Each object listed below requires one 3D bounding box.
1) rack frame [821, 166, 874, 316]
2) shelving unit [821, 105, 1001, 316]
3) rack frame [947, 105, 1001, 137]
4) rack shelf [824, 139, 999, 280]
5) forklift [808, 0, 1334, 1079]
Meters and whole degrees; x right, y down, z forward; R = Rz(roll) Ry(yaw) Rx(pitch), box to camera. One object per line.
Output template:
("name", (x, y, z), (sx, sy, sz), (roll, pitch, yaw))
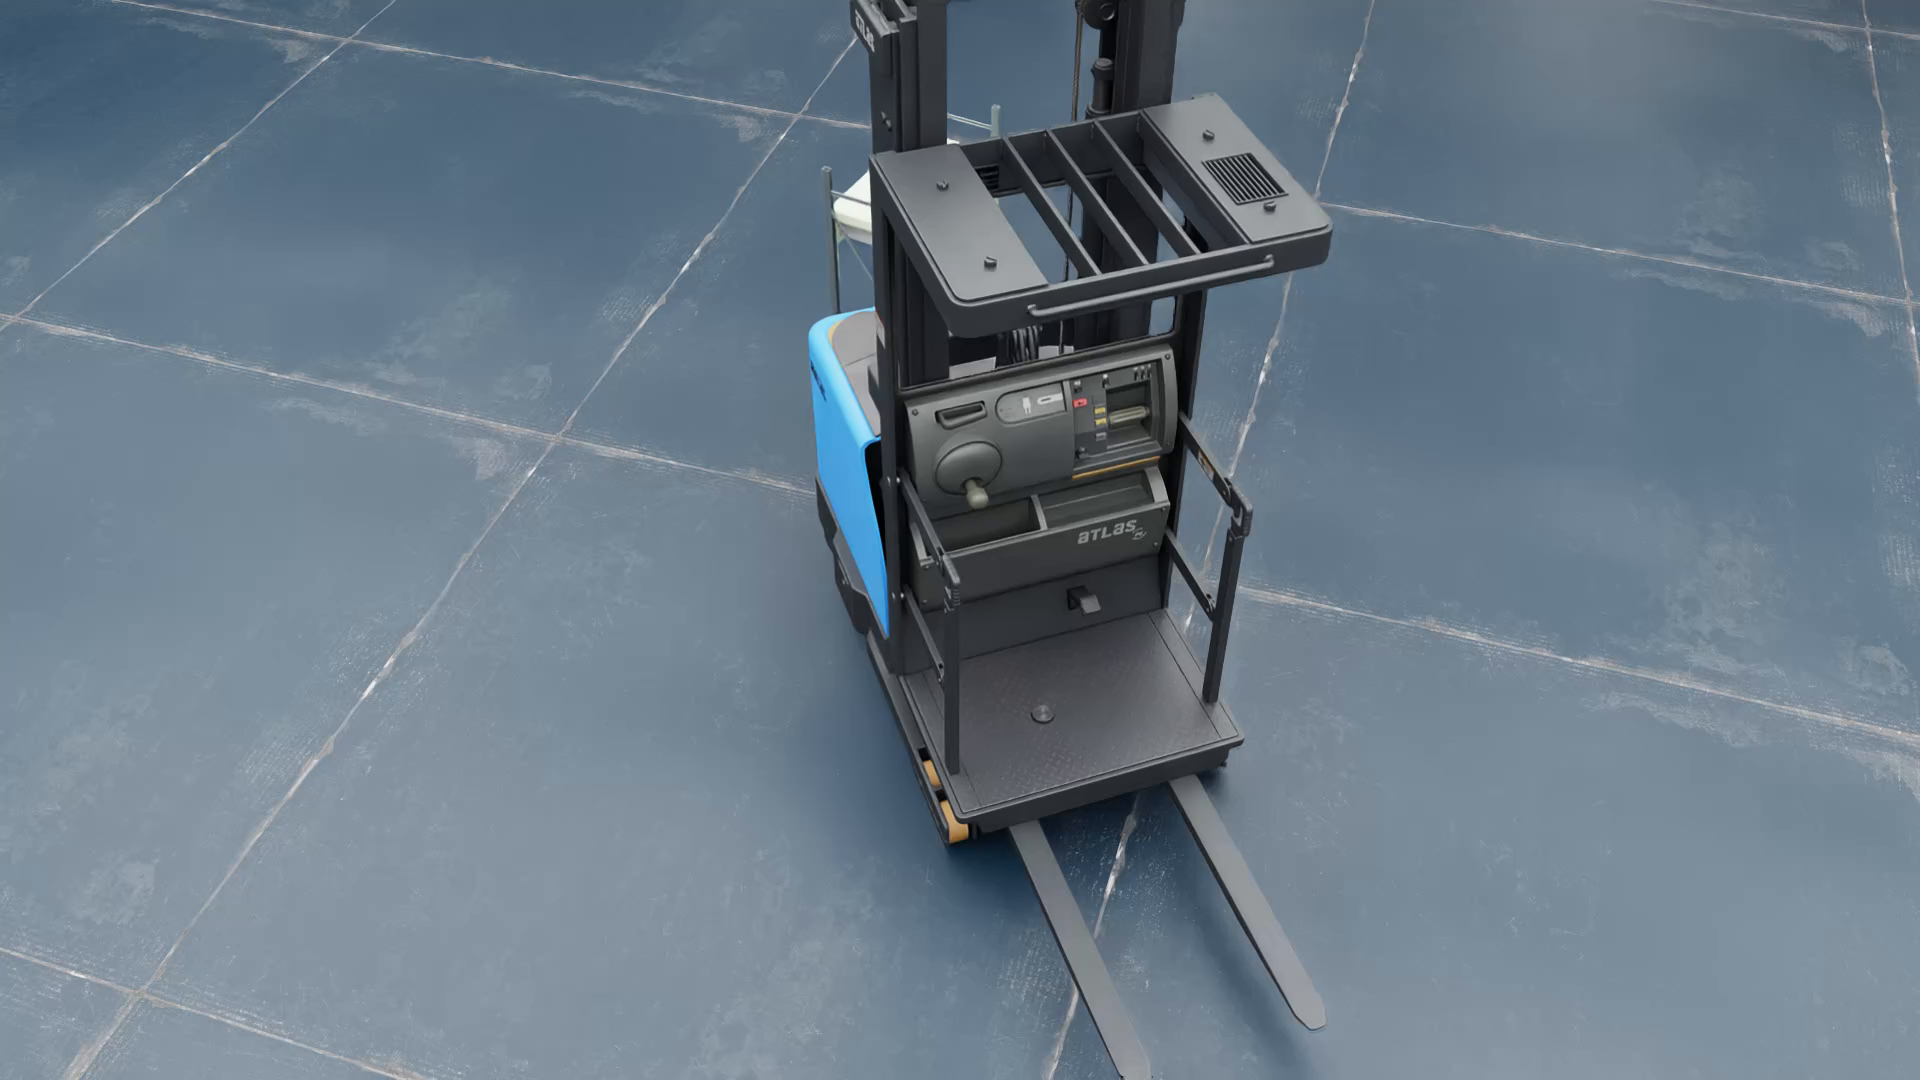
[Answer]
("rack frame", (-0.360, -0.852, 6.947), (0.400, 1.500, 0.023), (21, 48, 20))
("shelving unit", (-0.186, -1.077, 7.177), (0.431, 1.500, 0.755), (21, 48, 20))
("rack frame", (-0.012, -1.302, 7.408), (0.400, 1.500, 0.023), (21, 48, 20))
("rack shelf", (-0.186, -1.356, 6.904), (0.431, 0.370, 0.720), (21, 48, 20))
("forklift", (0.353, -0.278, 5.337), (1.130, 2.935, 3.031), (-14, 46, -14))
